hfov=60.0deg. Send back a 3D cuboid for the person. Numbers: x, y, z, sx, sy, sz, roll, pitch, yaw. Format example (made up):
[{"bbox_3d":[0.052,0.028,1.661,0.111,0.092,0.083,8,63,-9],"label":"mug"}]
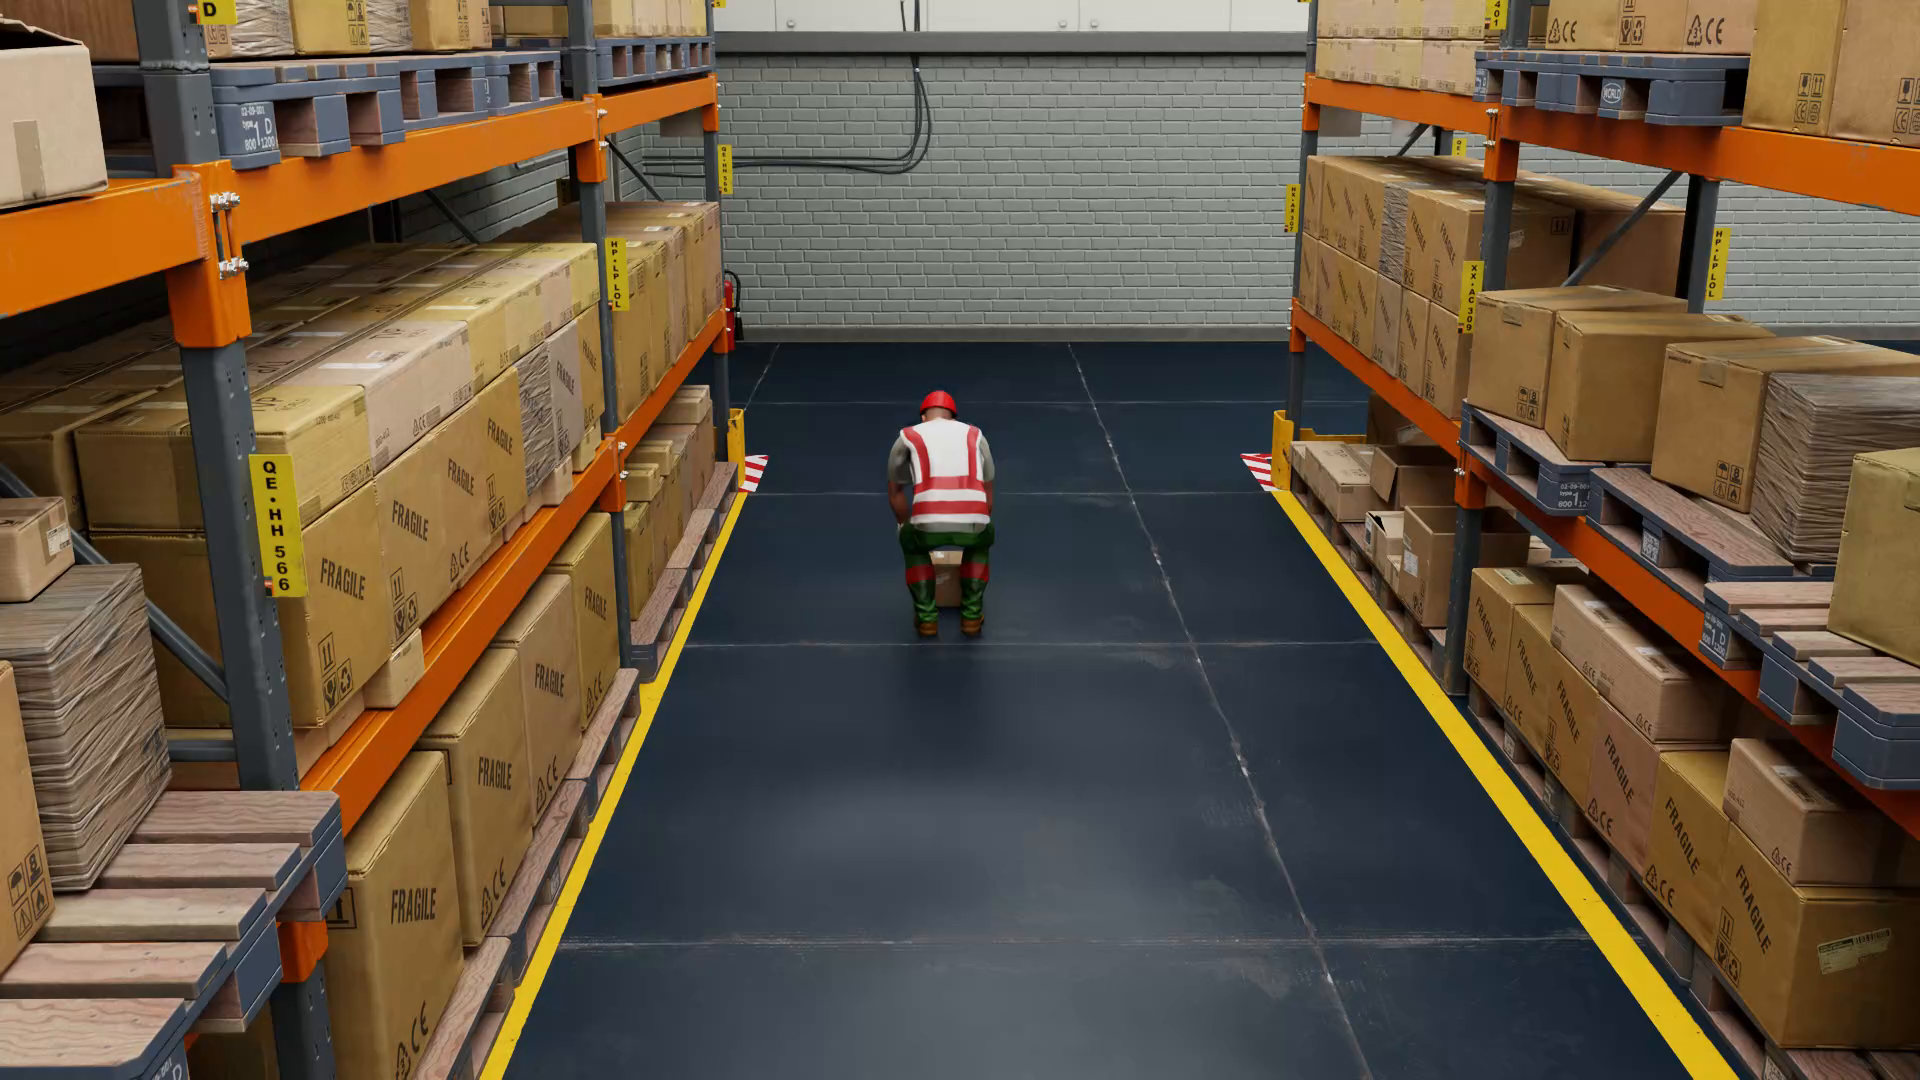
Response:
[{"bbox_3d":[-0.103,-0.137,8.912,0.582,1.230,0.837,0,17,-1],"label":"person"}]
